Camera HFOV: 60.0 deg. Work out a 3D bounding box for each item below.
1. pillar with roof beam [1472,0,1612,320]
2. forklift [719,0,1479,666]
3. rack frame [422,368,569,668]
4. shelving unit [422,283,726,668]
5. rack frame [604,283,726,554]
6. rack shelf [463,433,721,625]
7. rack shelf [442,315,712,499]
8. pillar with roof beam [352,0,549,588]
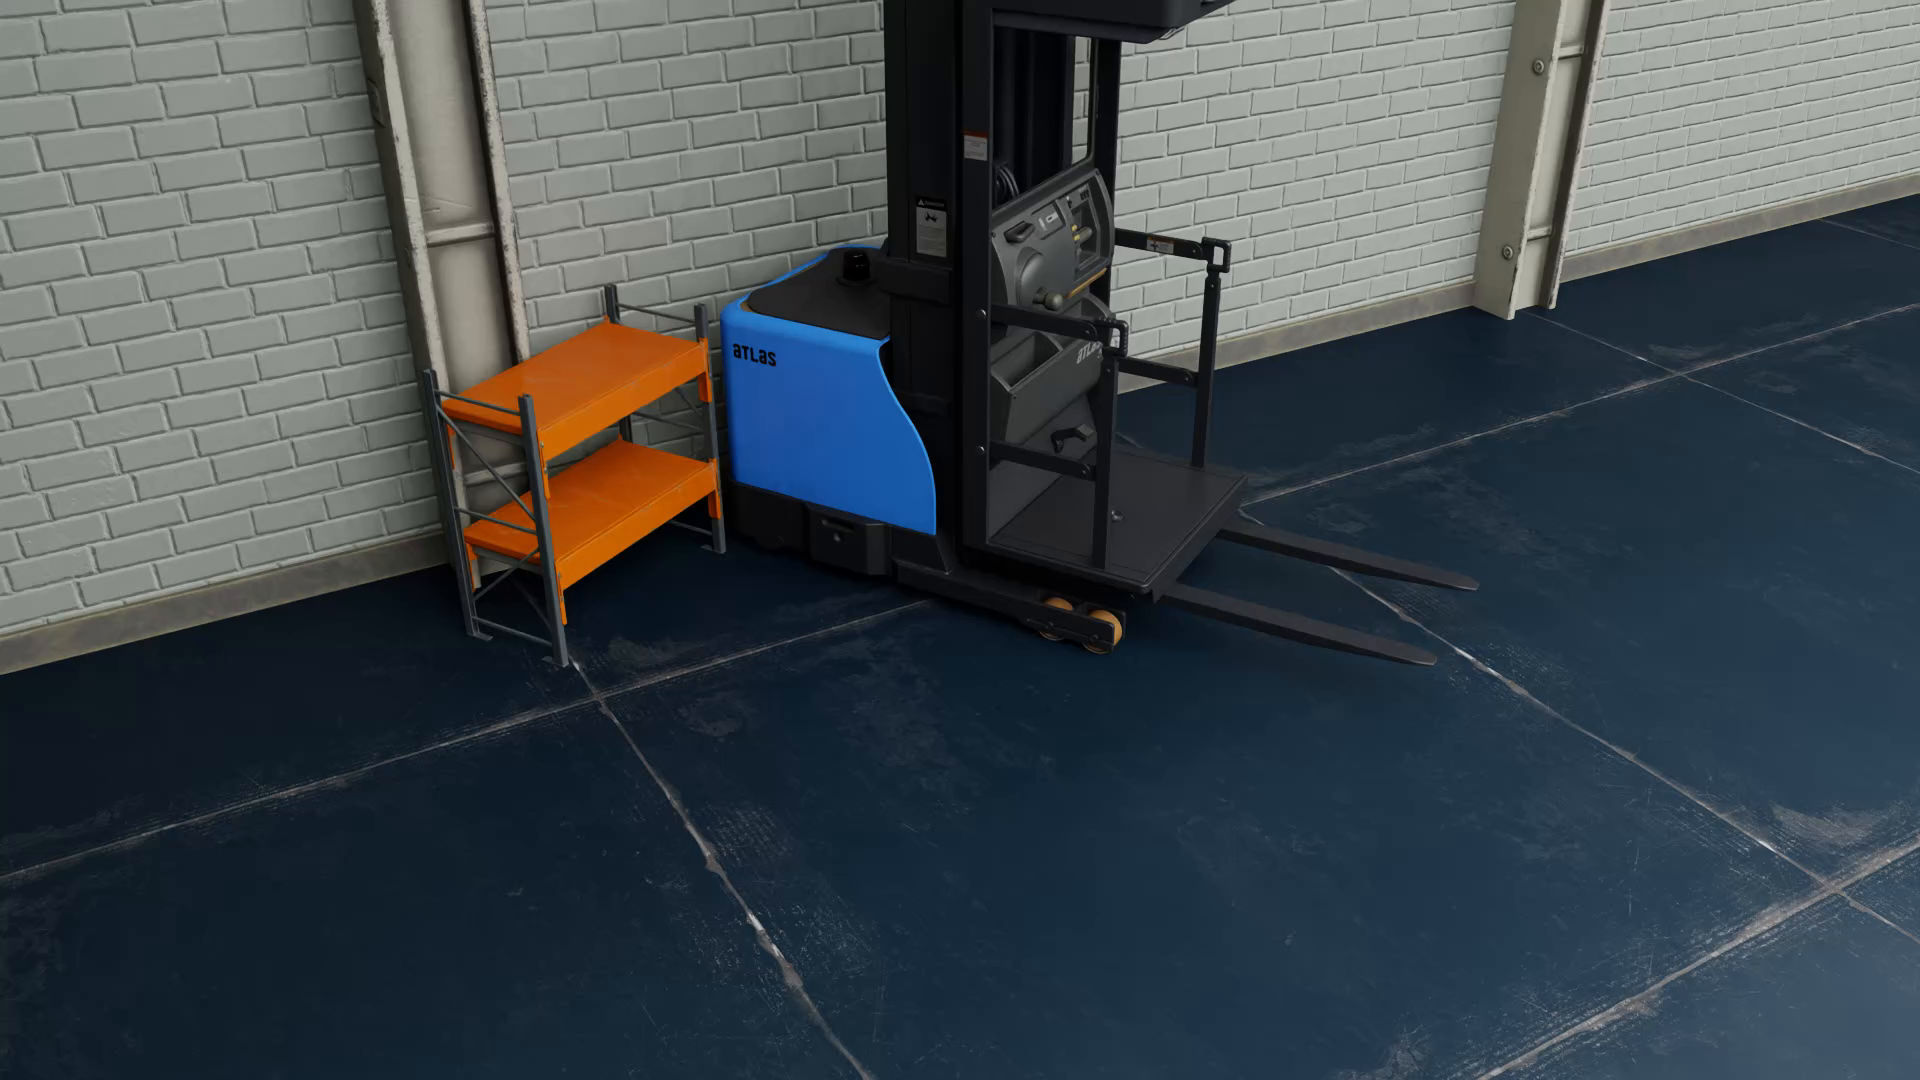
[{"bbox_3d":[5.413,-3.520,4.315,0.400,9.000,9.100,-16,33,-26],"label":"pillar with roof beam"},{"bbox_3d":[0.543,-1.136,6.275,3.031,2.935,1.130,15,32,25],"label":"forklift"},{"bbox_3d":[-1.727,-0.067,6.208,0.500,1.125,0.032,15,32,25],"label":"rack frame"},{"bbox_3d":[-1.480,-0.282,6.597,0.538,1.125,1.048,15,32,25],"label":"shelving unit"},{"bbox_3d":[-1.233,-0.497,6.986,0.500,1.125,0.032,15,32,25],"label":"rack frame"},{"bbox_3d":[-1.480,-0.068,6.715,0.538,0.278,1.000,15,32,25],"label":"rack shelf"},{"bbox_3d":[-1.480,-0.538,6.455,0.538,0.278,1.000,15,32,25],"label":"rack shelf"},{"bbox_3d":[0.240,-2.051,1.654,0.400,9.000,9.100,-16,33,-26],"label":"pillar with roof beam"}]
